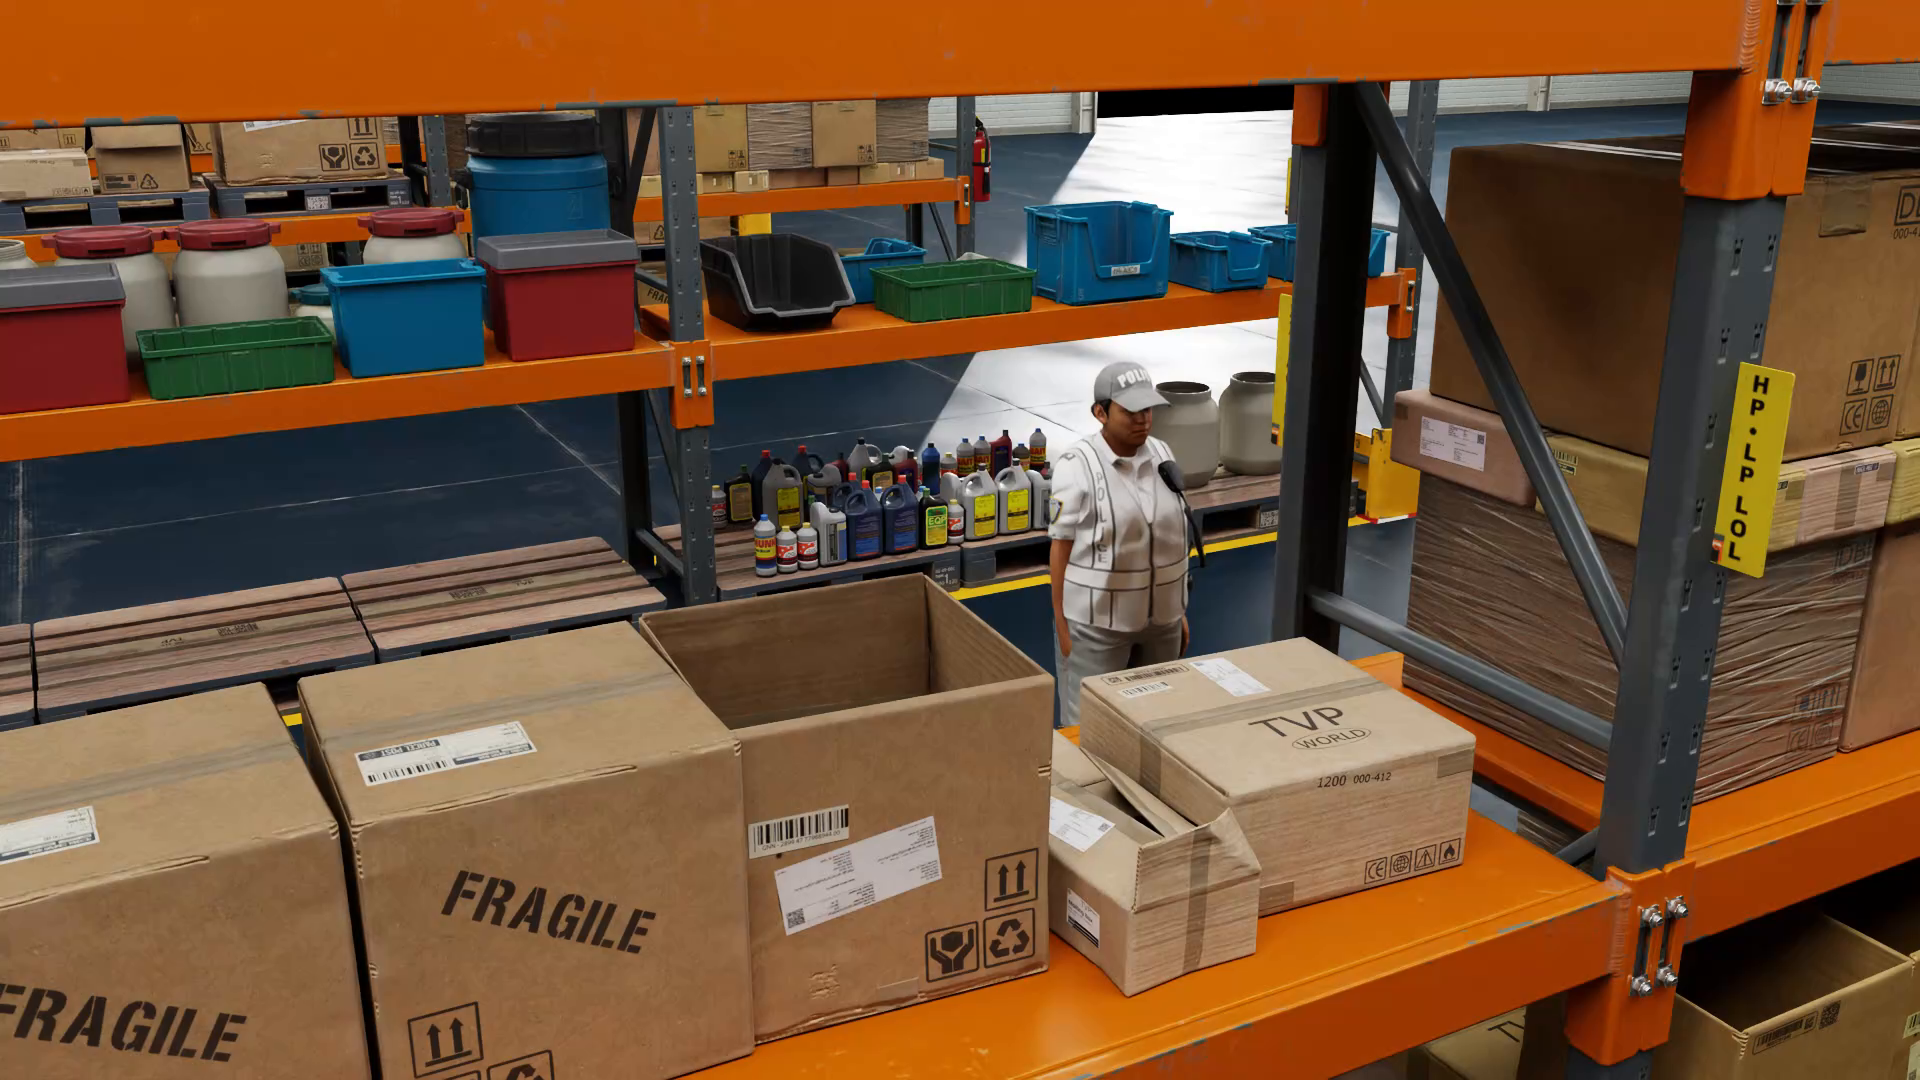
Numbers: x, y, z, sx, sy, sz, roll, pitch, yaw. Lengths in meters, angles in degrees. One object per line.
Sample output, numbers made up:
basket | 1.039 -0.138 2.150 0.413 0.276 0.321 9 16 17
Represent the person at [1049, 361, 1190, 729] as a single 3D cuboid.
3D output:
person | 0.516 0.293 5.292 0.482 1.740 0.470 -9 21 -26
